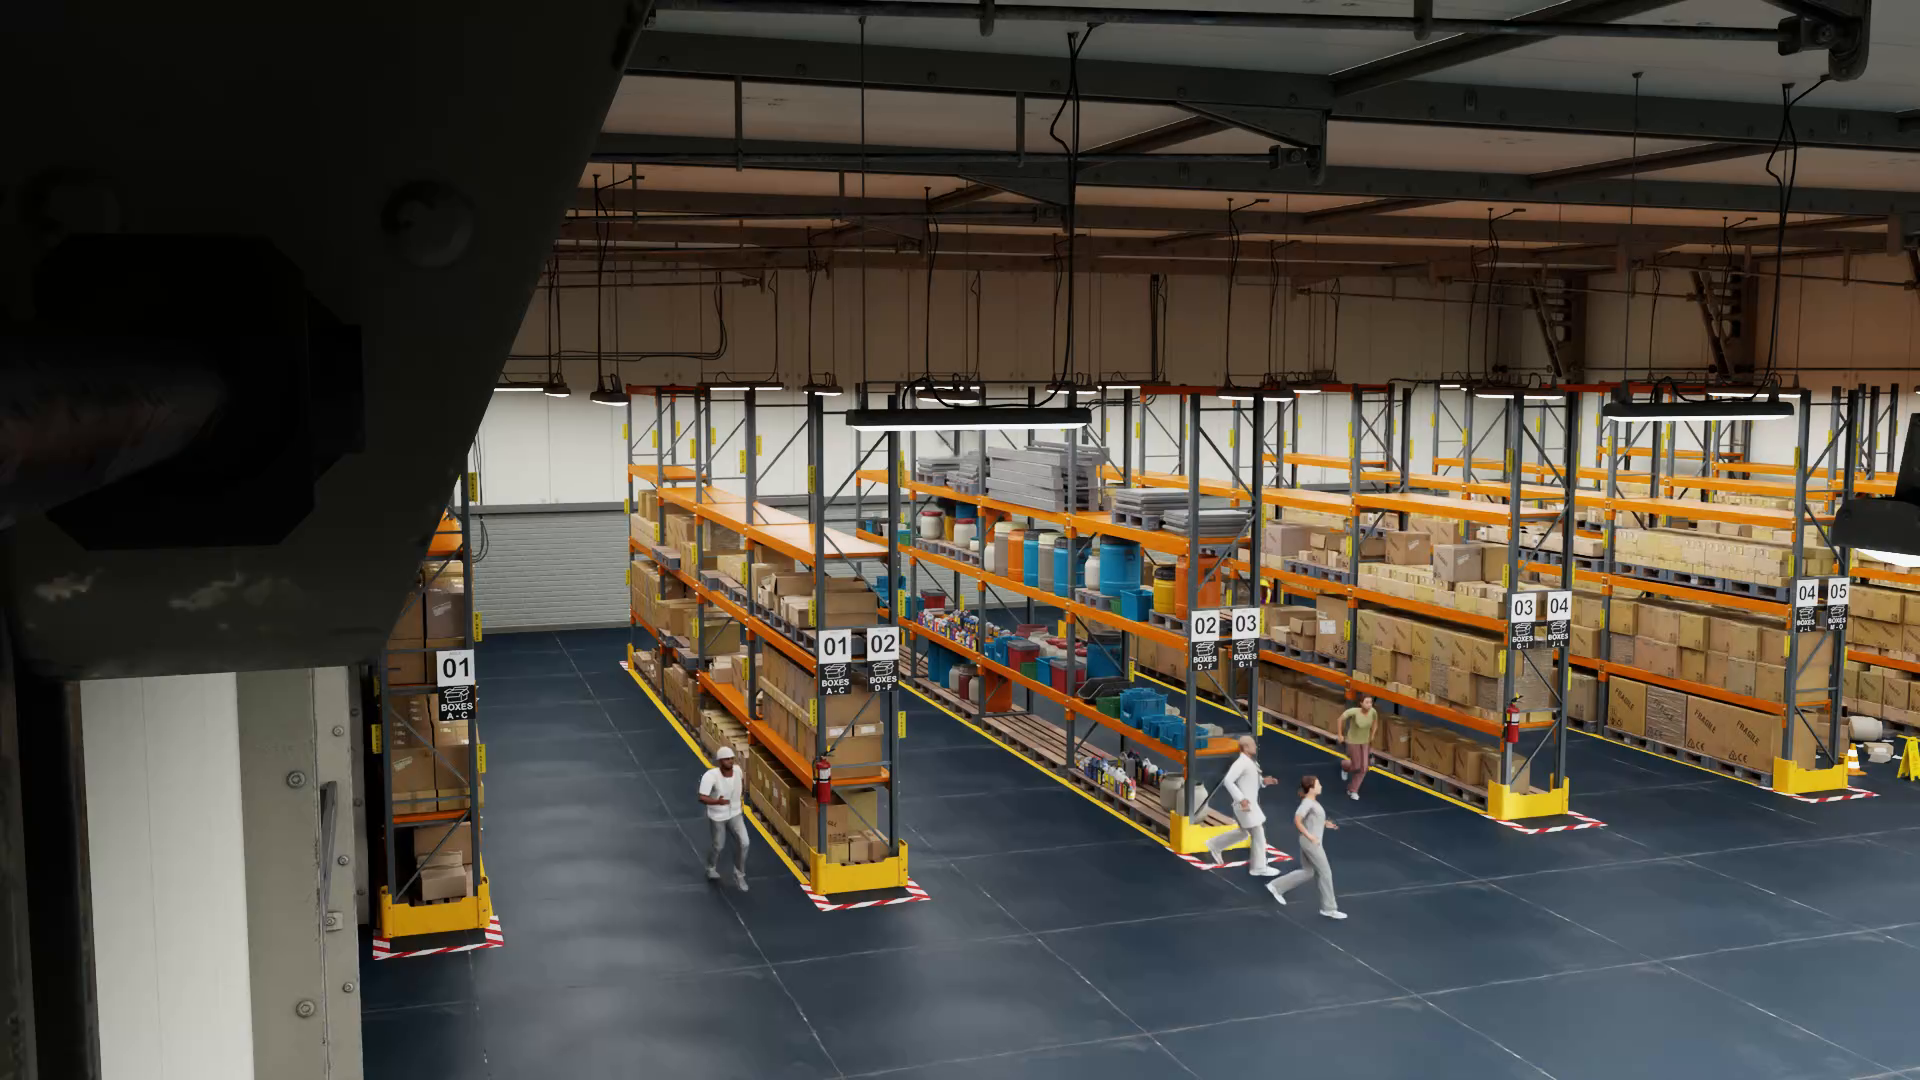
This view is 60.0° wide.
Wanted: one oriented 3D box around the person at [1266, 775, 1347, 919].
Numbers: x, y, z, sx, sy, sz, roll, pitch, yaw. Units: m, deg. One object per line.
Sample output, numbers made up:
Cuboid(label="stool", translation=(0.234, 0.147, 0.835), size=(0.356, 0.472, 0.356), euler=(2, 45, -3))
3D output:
Cuboid(label="person", translation=(4.009, 3.529, 19.177), size=(0.925, 1.674, 0.569), euler=(1, 6, 7))

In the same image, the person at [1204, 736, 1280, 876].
Cuboid(label="person", translation=(3.520, 3.303, 20.739), size=(0.949, 1.755, 0.710), euler=(2, 6, 14))

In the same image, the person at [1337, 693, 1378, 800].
Cuboid(label="person", translation=(5.873, 3.018, 24.624), size=(0.574, 1.602, 0.707), euler=(-2, 6, -19))

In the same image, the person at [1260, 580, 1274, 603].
Cuboid(label="person", translation=(6.627, 1.703, 36.897), size=(0.693, 1.689, 0.780), euler=(-2, 6, -19))

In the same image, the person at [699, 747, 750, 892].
Cuboid(label="person", translation=(-2.877, 3.383, 20.274), size=(0.707, 1.791, 0.817), euler=(-4, 7, -34))
